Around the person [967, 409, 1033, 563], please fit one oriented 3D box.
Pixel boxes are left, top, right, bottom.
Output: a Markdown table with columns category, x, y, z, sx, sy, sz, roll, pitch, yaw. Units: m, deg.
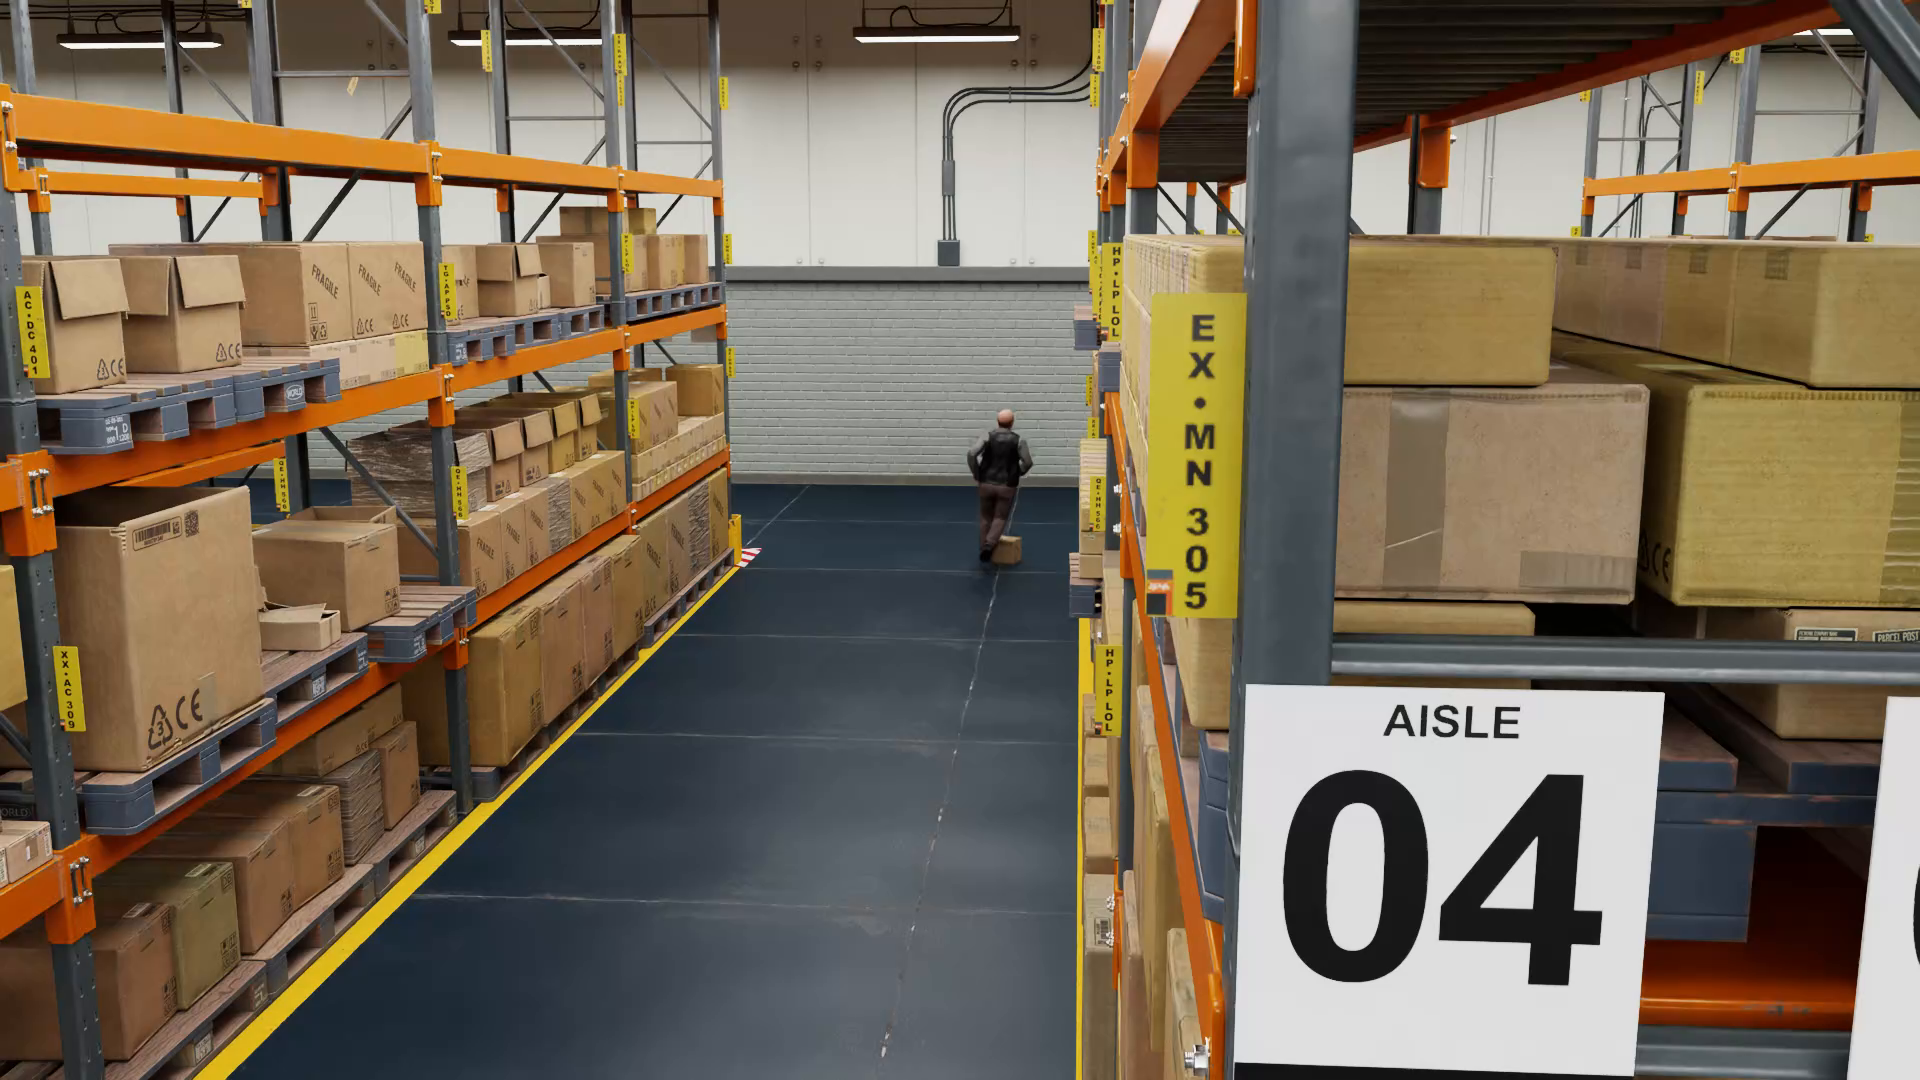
| category | x | y | z | sx | sy | sz | roll | pitch | yaw |
| --- | --- | --- | --- | --- | --- | --- | --- | --- | --- |
| person | 0.444 | -0.554 | 17.988 | 0.695 | 1.725 | 0.704 | 2 | 11 | 10 |
